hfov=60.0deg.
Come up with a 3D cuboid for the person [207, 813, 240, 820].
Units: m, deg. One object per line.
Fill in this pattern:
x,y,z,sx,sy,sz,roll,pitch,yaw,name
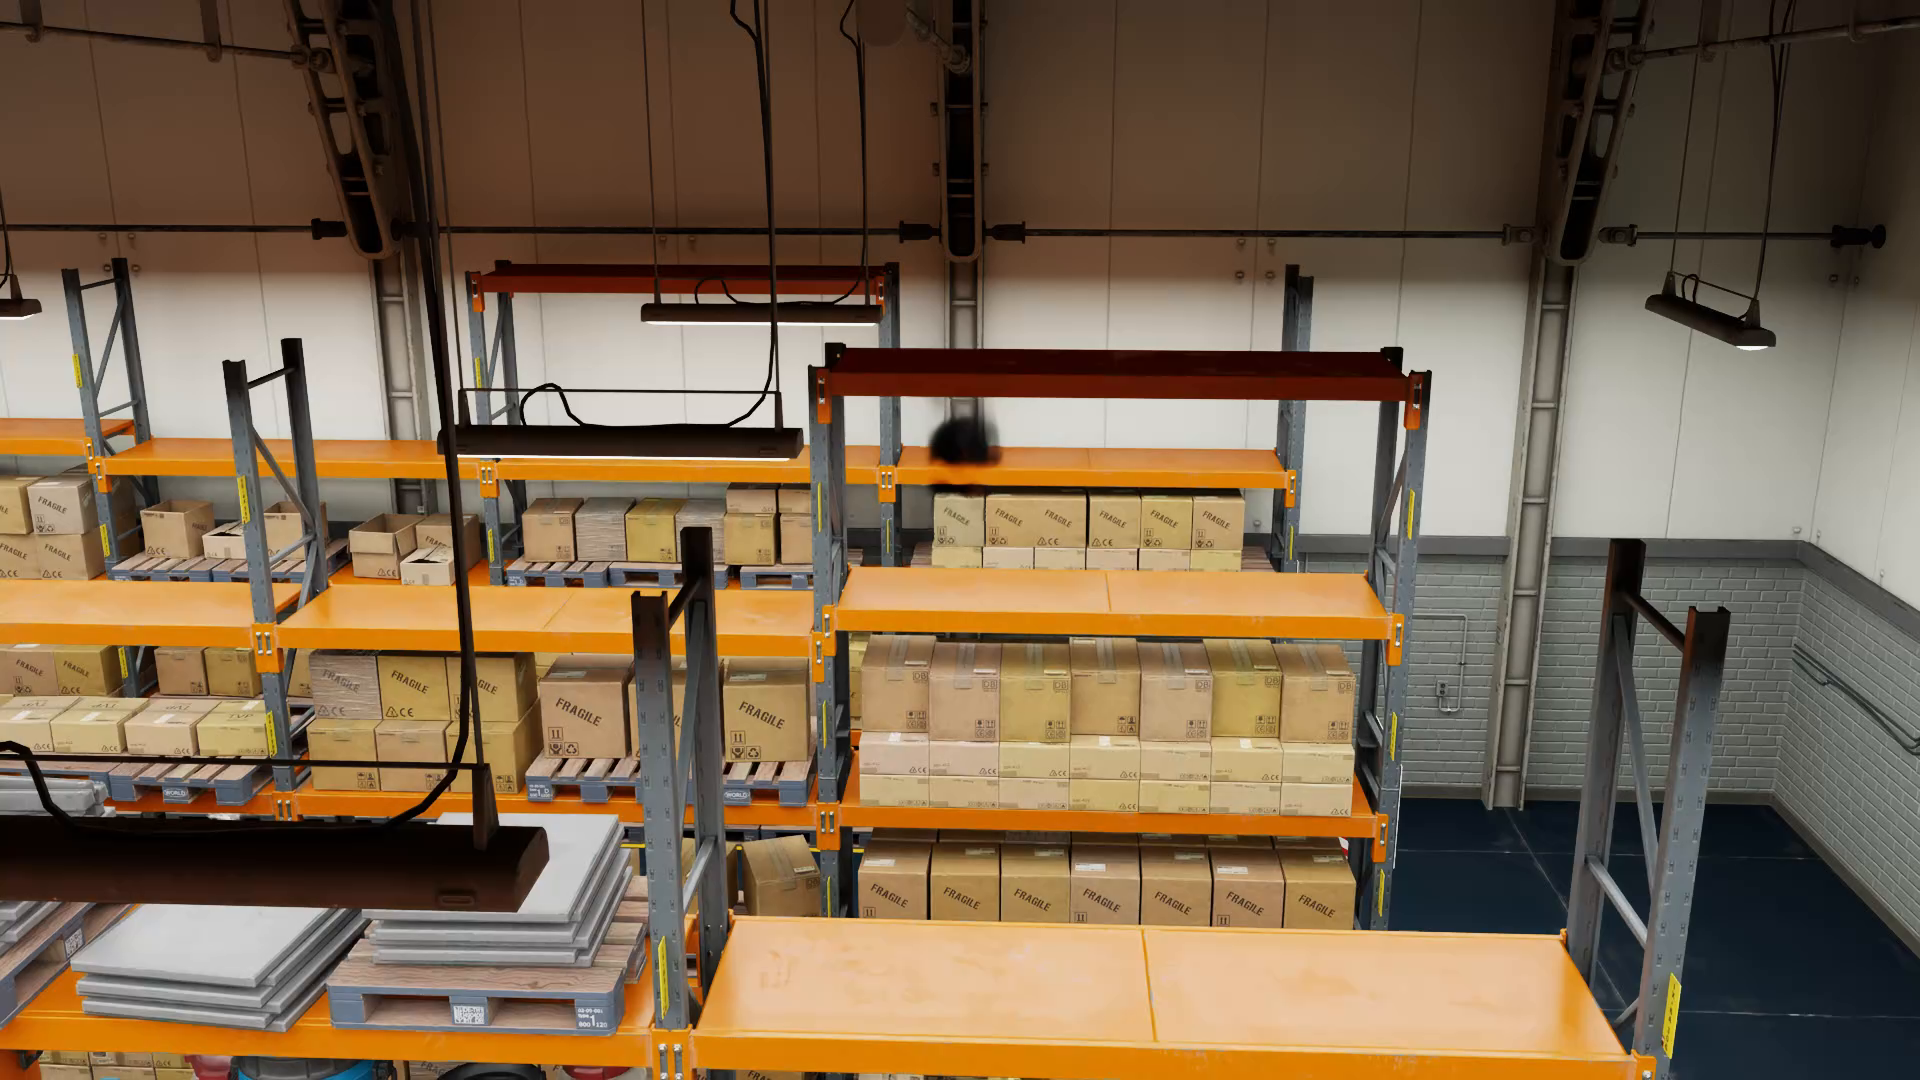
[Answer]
-6.756,2.969,15.339,0.890,1.669,0.618,-3,16,-10,person
